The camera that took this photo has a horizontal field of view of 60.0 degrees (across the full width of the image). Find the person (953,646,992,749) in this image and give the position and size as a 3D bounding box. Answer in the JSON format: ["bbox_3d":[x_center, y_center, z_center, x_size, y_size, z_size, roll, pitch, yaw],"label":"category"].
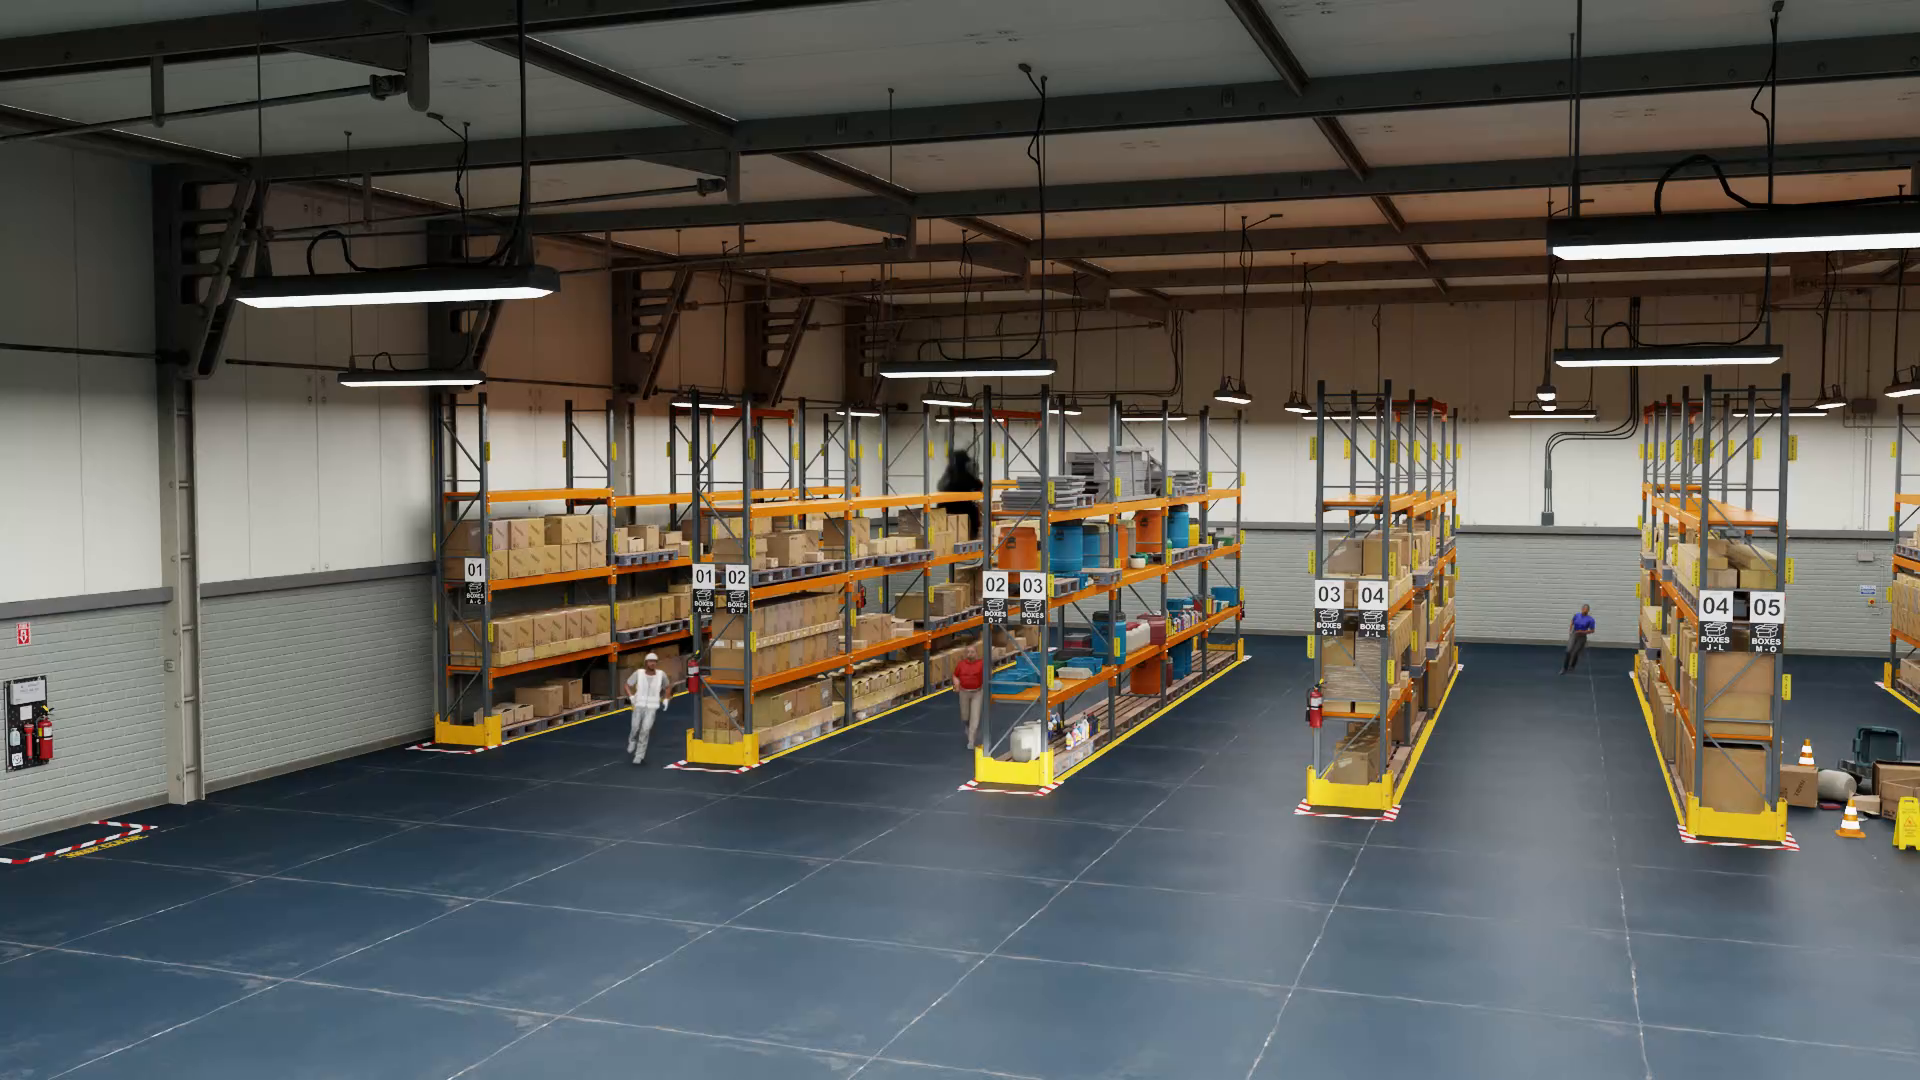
[{"bbox_3d":[0.205,2.657,28.372,0.663,1.717,0.816,0,3,6],"label":"person"}]

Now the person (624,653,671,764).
[{"bbox_3d":[-5.042,2.698,26.874,0.744,1.737,0.904,-1,3,-10],"label":"person"}]

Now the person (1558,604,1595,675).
[{"bbox_3d":[13.907,2.234,37.359,0.713,1.631,0.686,2,4,37],"label":"person"}]
